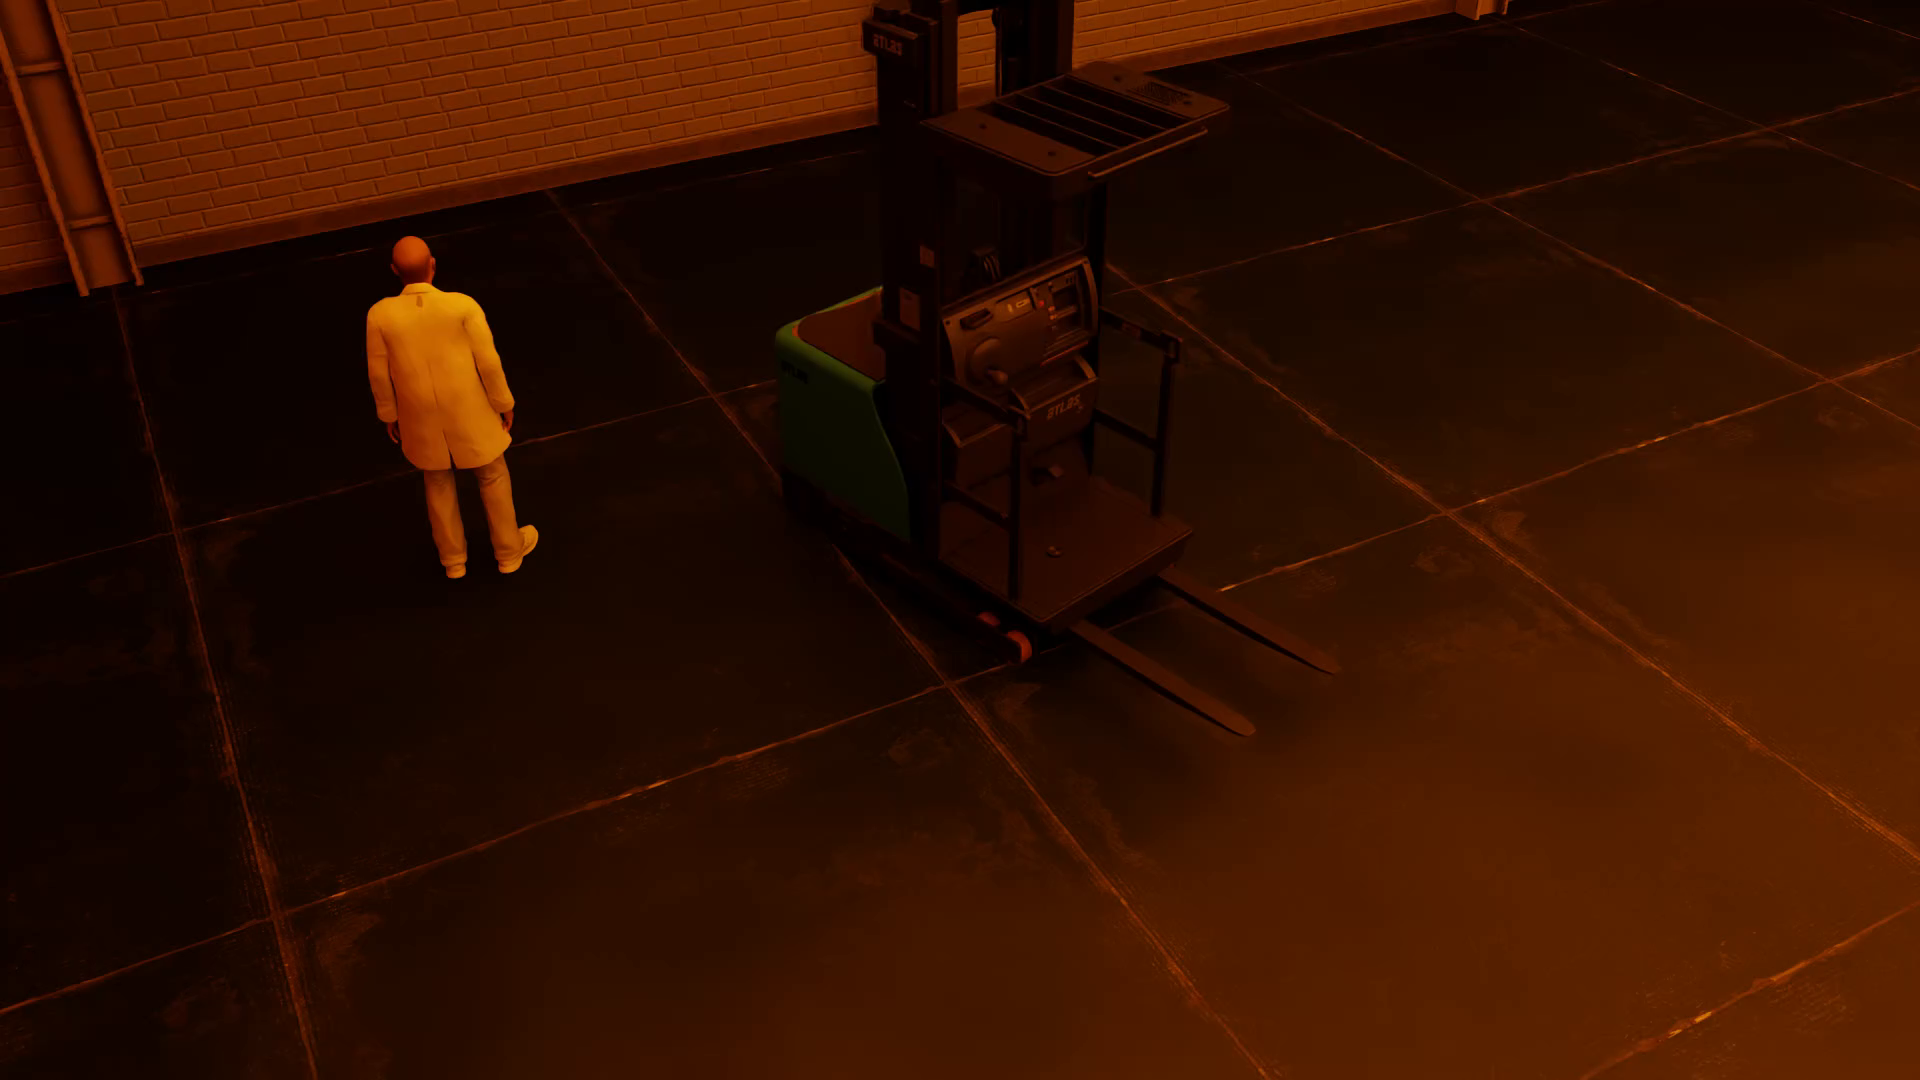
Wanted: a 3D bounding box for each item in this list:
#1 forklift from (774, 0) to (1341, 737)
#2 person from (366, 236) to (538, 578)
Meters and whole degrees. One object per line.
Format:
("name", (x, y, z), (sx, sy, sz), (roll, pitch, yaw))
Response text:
("forklift", (0.430, -0.944, 7.458), (1.130, 2.935, 3.031), (-29, 44, -34))
("person", (-2.467, -0.616, 7.999), (0.643, 1.772, 0.429), (-4, 36, -6))
